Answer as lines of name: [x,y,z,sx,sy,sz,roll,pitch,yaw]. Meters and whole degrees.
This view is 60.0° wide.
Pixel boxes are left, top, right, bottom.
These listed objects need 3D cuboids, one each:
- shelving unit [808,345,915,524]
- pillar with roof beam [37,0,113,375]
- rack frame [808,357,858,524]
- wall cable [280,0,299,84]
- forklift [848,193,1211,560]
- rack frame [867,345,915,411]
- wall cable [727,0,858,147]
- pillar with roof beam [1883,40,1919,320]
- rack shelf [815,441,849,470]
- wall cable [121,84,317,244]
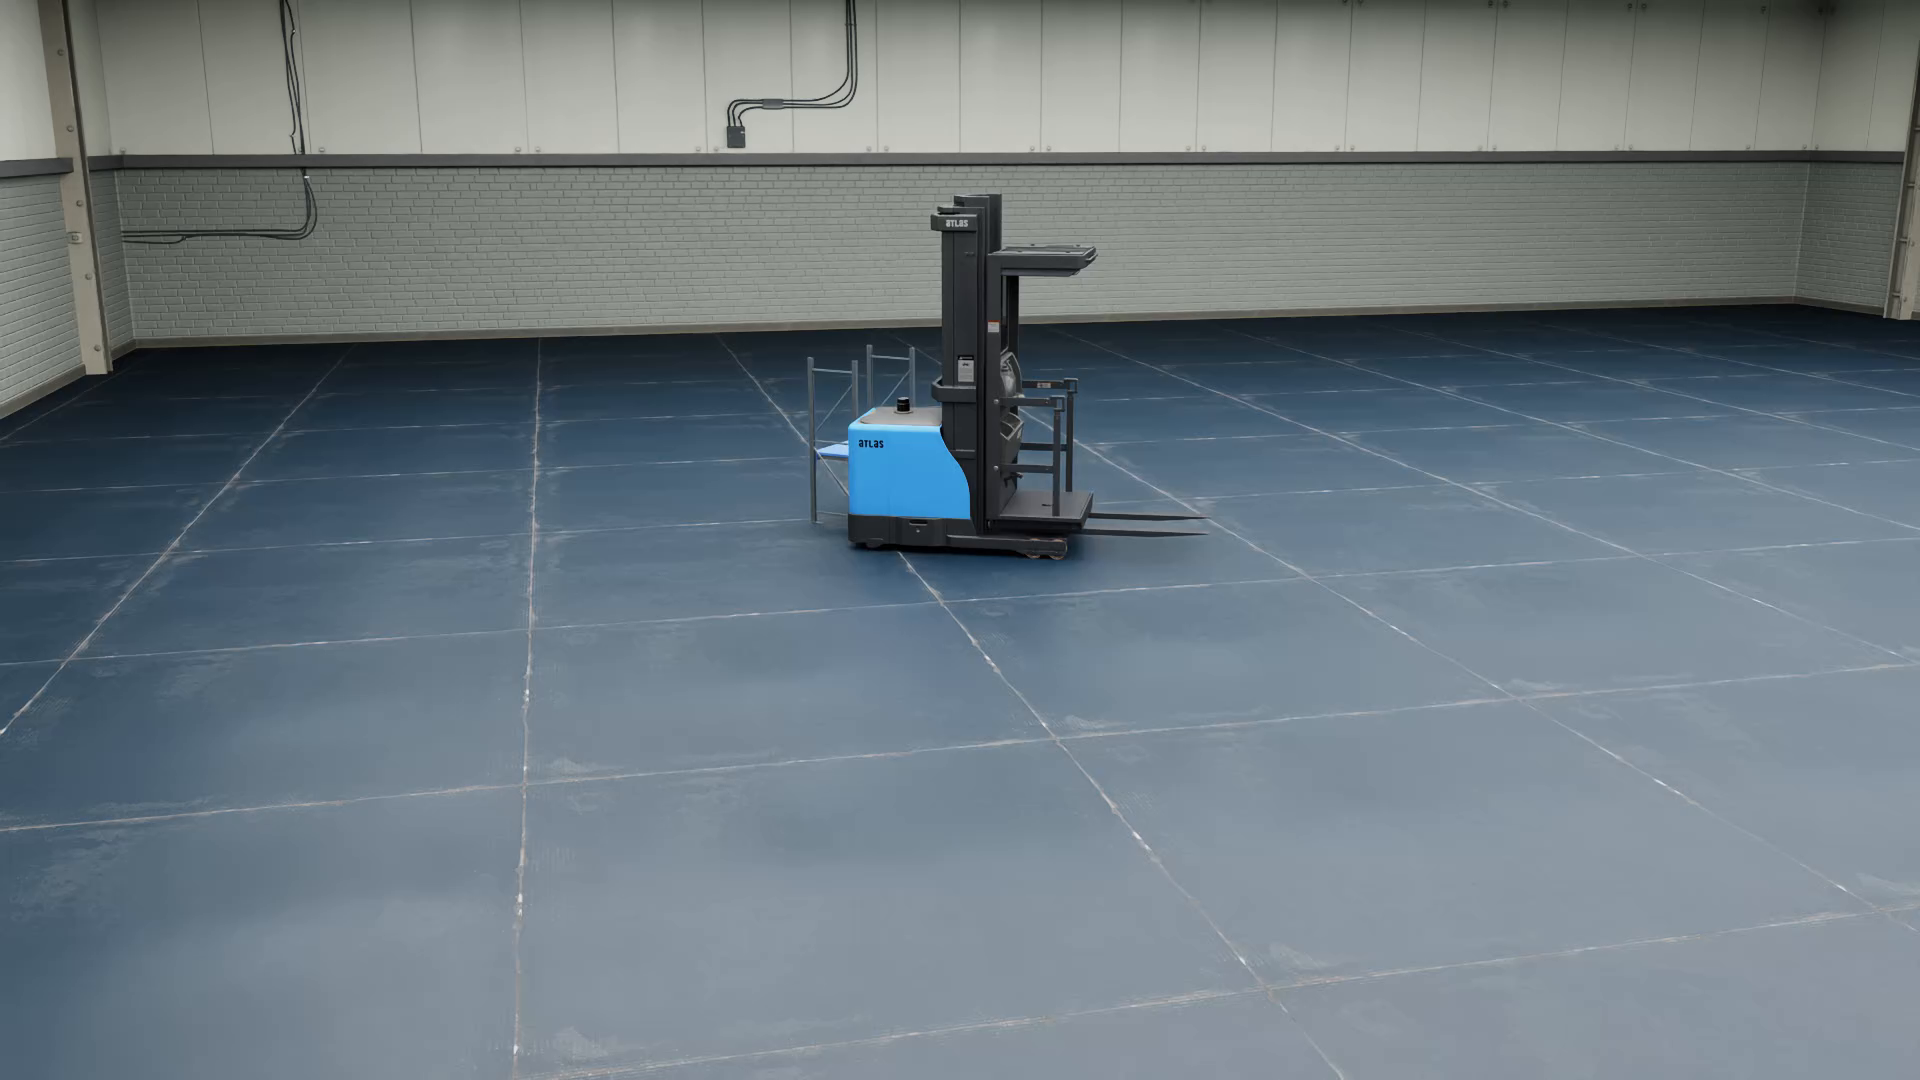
shelving unit: [-0.884,-0.966,15.220,0.538,1.500,1.048,7,15,27]
pillar with roof beam: [-8.538,-7.086,24.469,9.100,9.000,0.400,-3,14,-13]
rack frame: [-1.121,-0.859,14.783,0.500,1.500,0.032,7,15,27]
wall cable: [-9.499,-8.695,26.957,3.097,2.526,0.112,-3,14,-13]
forklift: [0.616,-1.398,13.975,3.031,2.935,1.130,2,14,10]
rack frame: [-0.646,-1.072,15.656,0.500,1.500,0.032,7,15,27]
wall cable: [-2.897,-9.777,28.318,2.305,6.003,0.169,-3,14,-13]
pillar with roof beam: [13.712,-8.362,29.691,9.100,9.000,0.400,-3,14,-13]
rack shelf: [-0.884,-0.791,15.262,0.538,0.185,1.000,7,15,27]
wall cable: [-12.129,-6.091,26.939,3.097,2.526,0.112,-3,14,-13]
